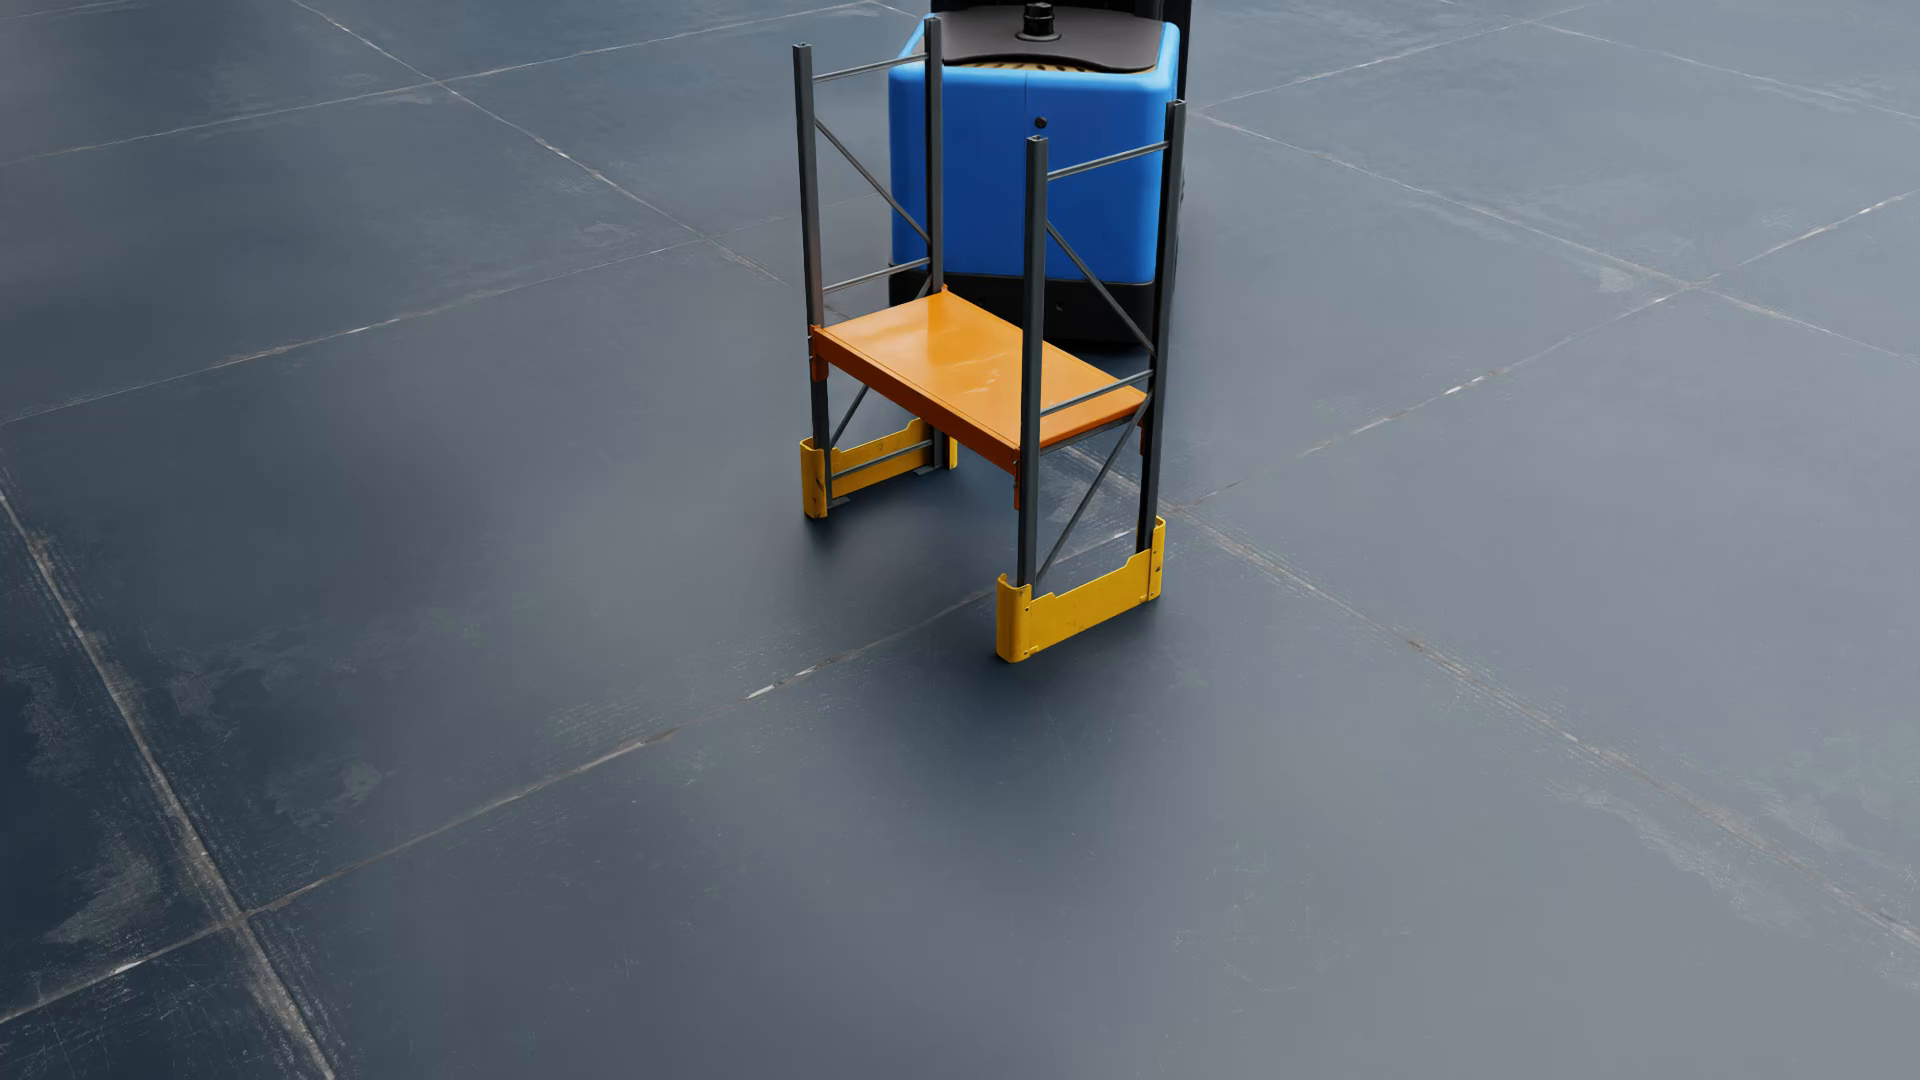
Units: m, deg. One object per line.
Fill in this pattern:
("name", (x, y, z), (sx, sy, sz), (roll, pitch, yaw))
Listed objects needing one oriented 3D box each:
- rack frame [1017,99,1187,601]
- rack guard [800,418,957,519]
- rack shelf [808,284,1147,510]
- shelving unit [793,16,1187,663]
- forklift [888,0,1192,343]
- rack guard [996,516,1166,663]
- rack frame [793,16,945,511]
("rack frame", (0.364, -0.390, 4.456), (0.500, 1.500, 0.032), (-22, 38, -31))
("rack guard", (-0.259, -0.282, 5.467), (0.587, 0.250, 0.087), (-22, 38, -31))
("rack shelf", (0.052, -0.449, 4.892), (0.538, 0.185, 1.000), (-22, 38, -31))
("shelving unit", (0.047, -0.605, 4.803), (0.587, 1.500, 1.083), (-22, 38, -31))
("forklift", (0.458, -2.754, 6.907), (1.130, 2.935, 3.031), (5, 32, 7))
("rack guard", (0.352, 0.133, 4.799), (0.587, 0.250, 0.087), (-22, 38, -31))
("rack frame", (-0.259, -0.813, 5.138), (0.500, 1.500, 0.032), (-22, 38, -31))
